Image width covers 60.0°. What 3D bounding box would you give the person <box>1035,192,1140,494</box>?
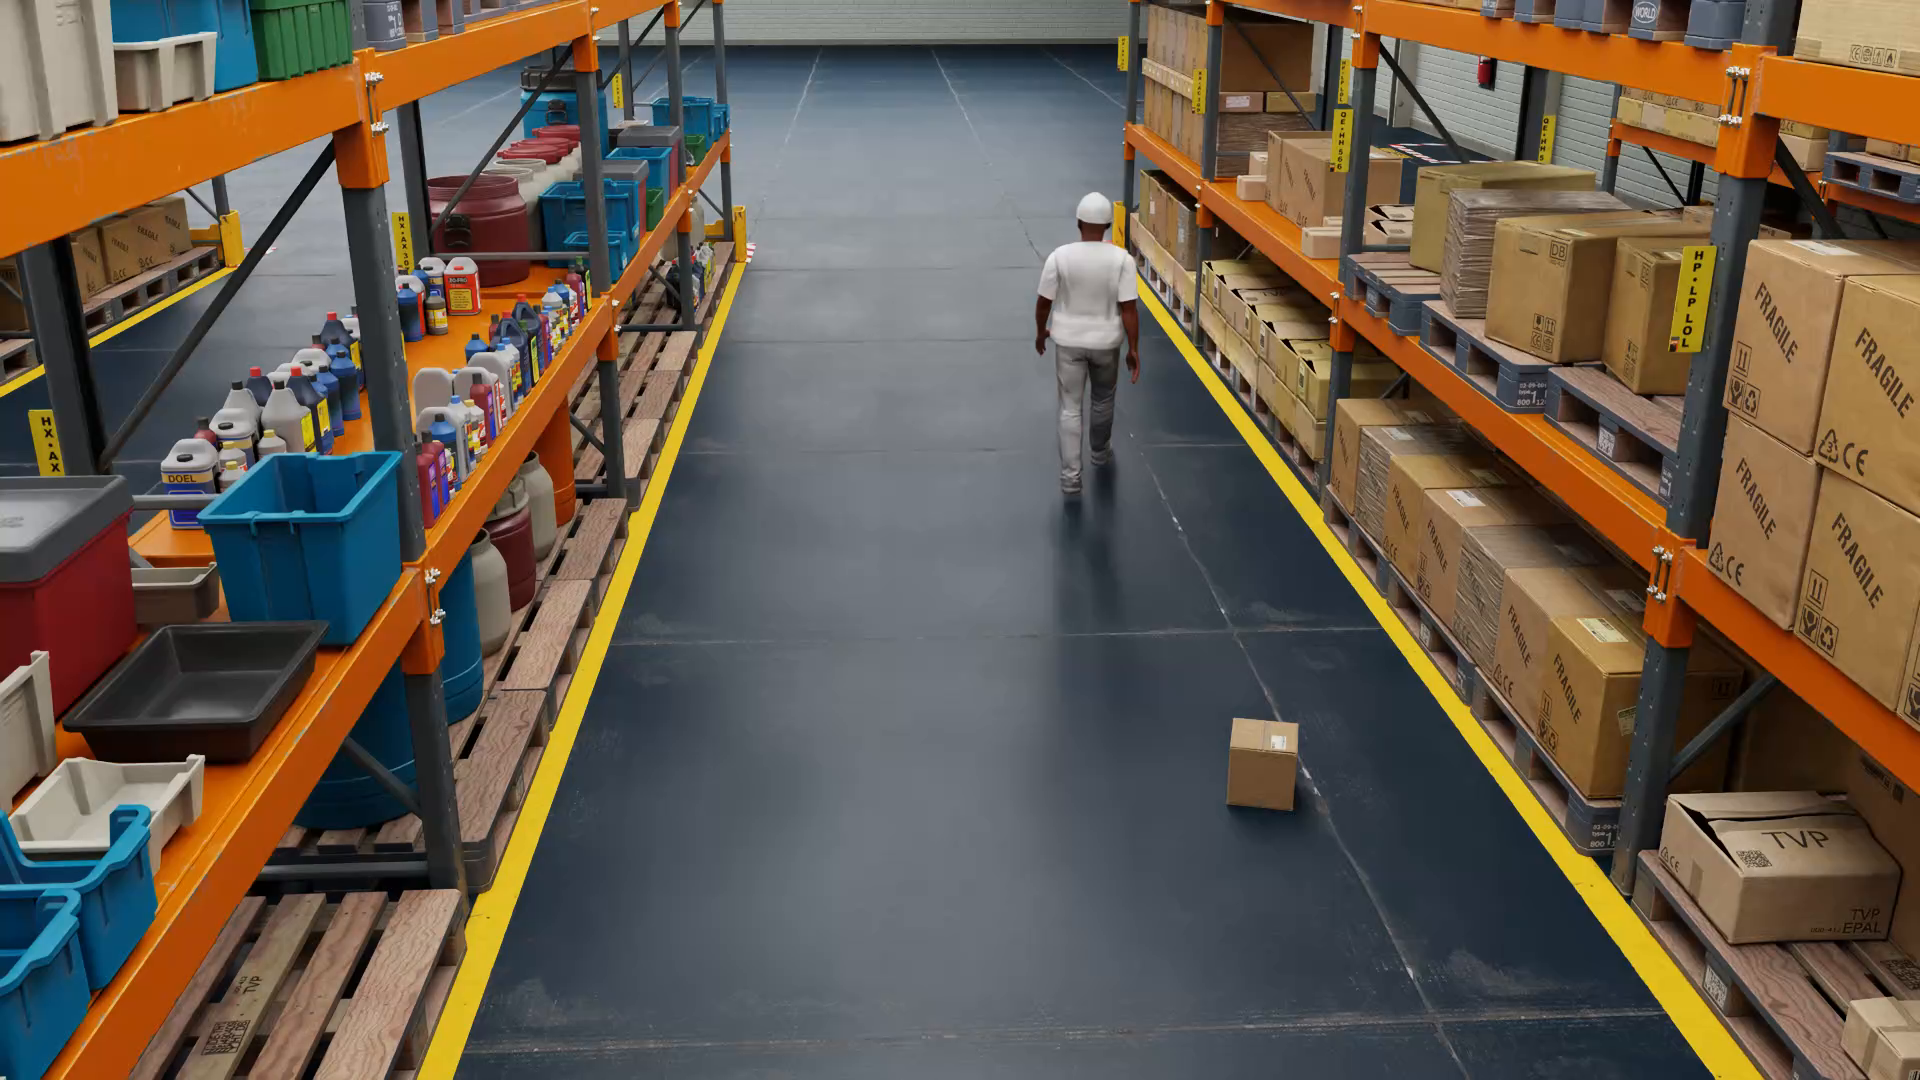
[{"bbox_3d":[0.746,-1.190,9.774,0.610,1.720,1.015,1,20,2],"label":"person"}]
